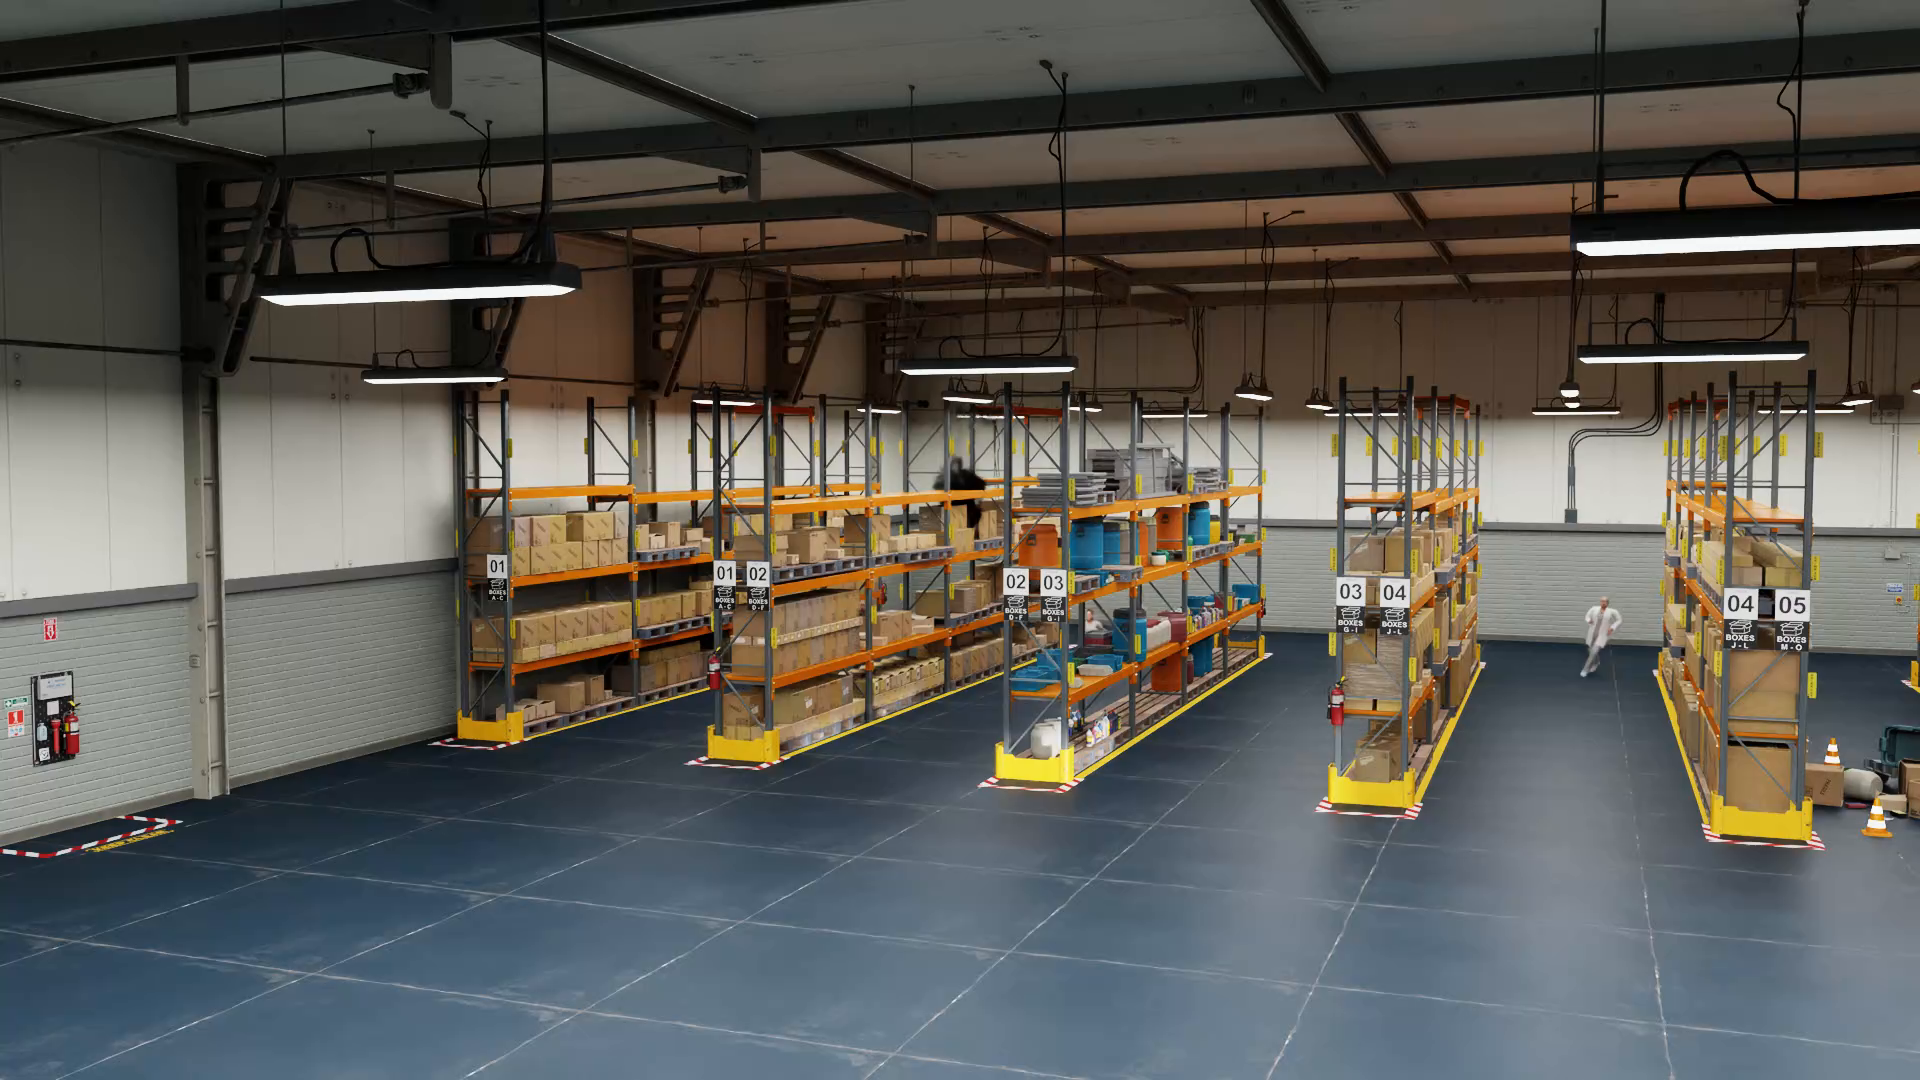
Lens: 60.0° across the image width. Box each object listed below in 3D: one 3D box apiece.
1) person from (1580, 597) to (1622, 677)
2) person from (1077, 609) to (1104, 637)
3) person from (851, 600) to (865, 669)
[{"bbox_3d":[14.099,2.114,36.543,0.716,1.760,1.008,3,4,43],"label":"person"},{"bbox_3d":[2.696,2.267,34.513,0.518,1.679,0.887,1,3,20],"label":"person"},{"bbox_3d":[-2.128,2.182,35.697,0.642,1.785,0.799,1,3,10],"label":"person"}]
